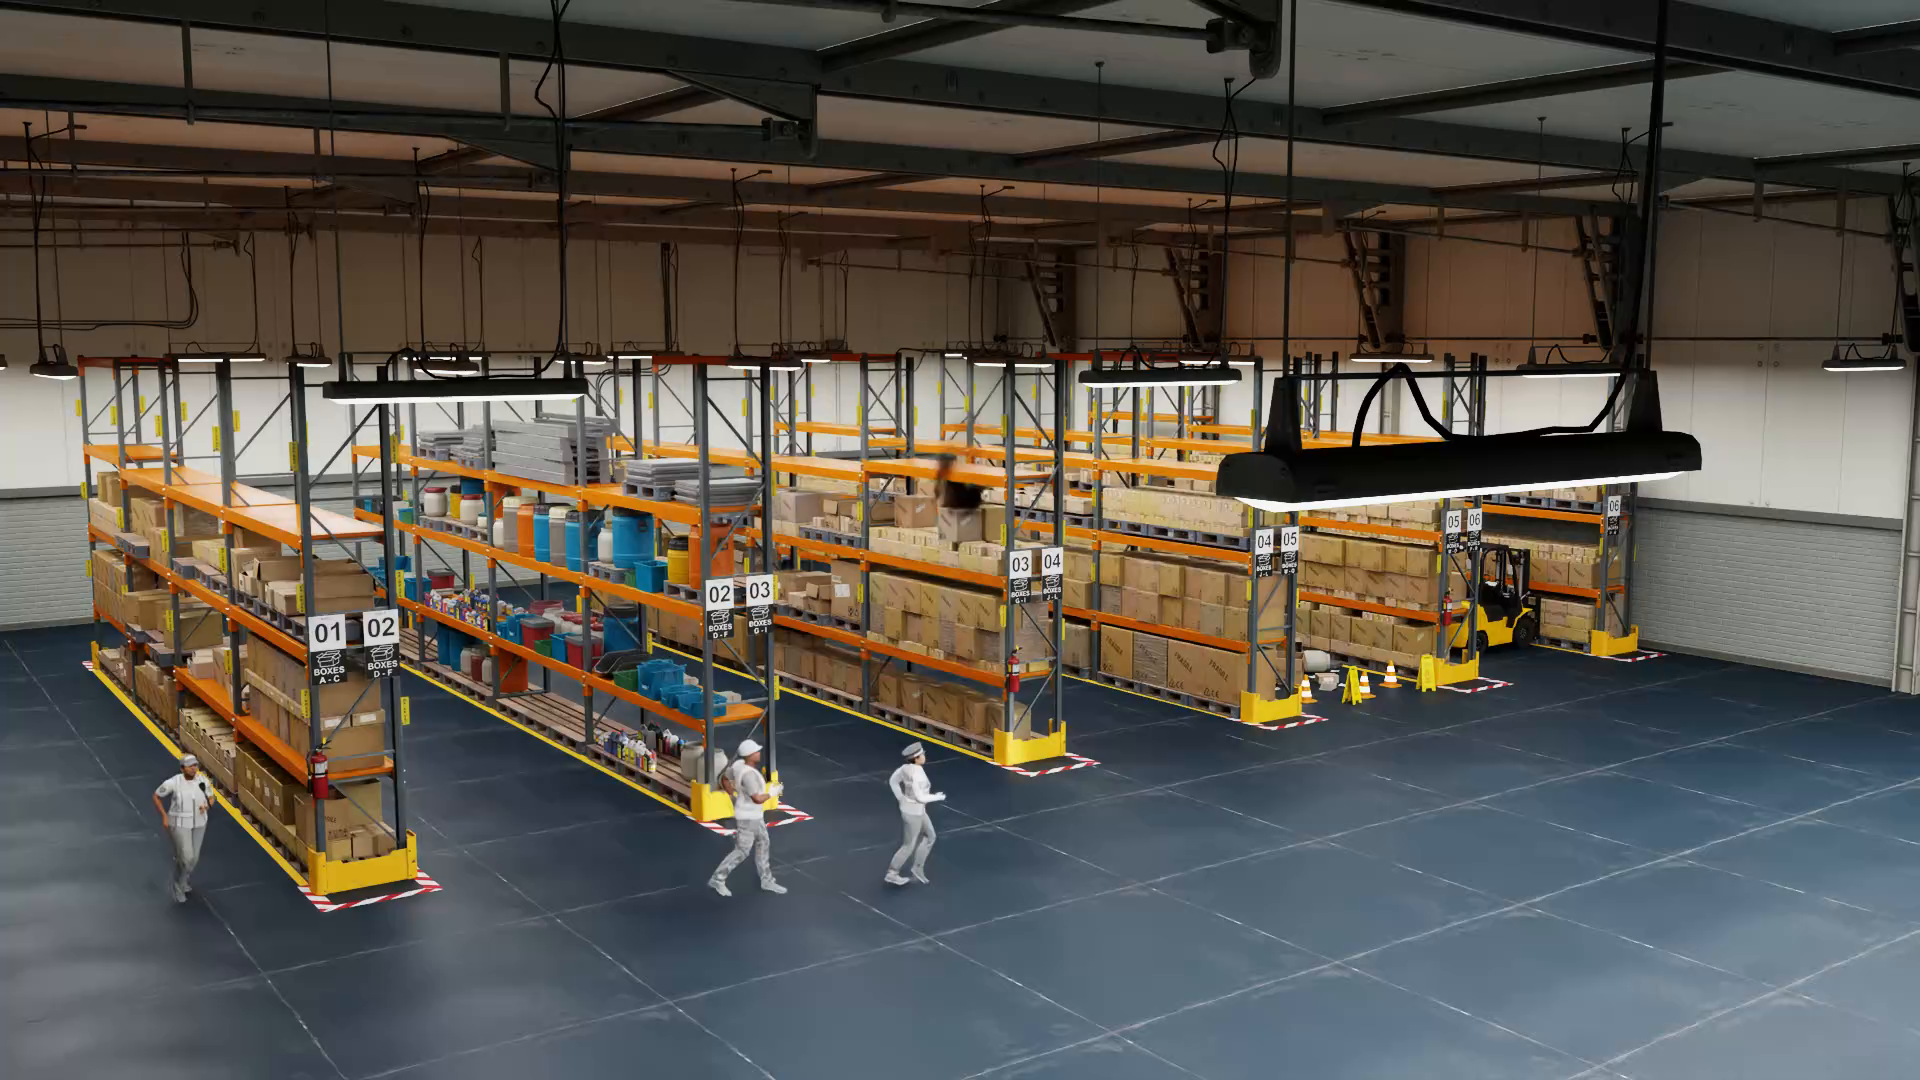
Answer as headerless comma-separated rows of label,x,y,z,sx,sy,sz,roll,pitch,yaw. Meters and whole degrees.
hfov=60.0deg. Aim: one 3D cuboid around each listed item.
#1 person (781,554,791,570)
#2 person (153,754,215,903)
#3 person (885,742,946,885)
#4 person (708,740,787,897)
person,-4.285,0.459,41.937,0.724,1.568,0.538,0,7,-3
person,-8.760,3.260,18.872,0.652,1.687,0.597,6,9,41
person,-0.523,3.186,19.209,0.712,1.733,0.596,-1,7,-9
person,-2.408,3.153,18.781,0.906,1.817,0.684,-1,7,-12
